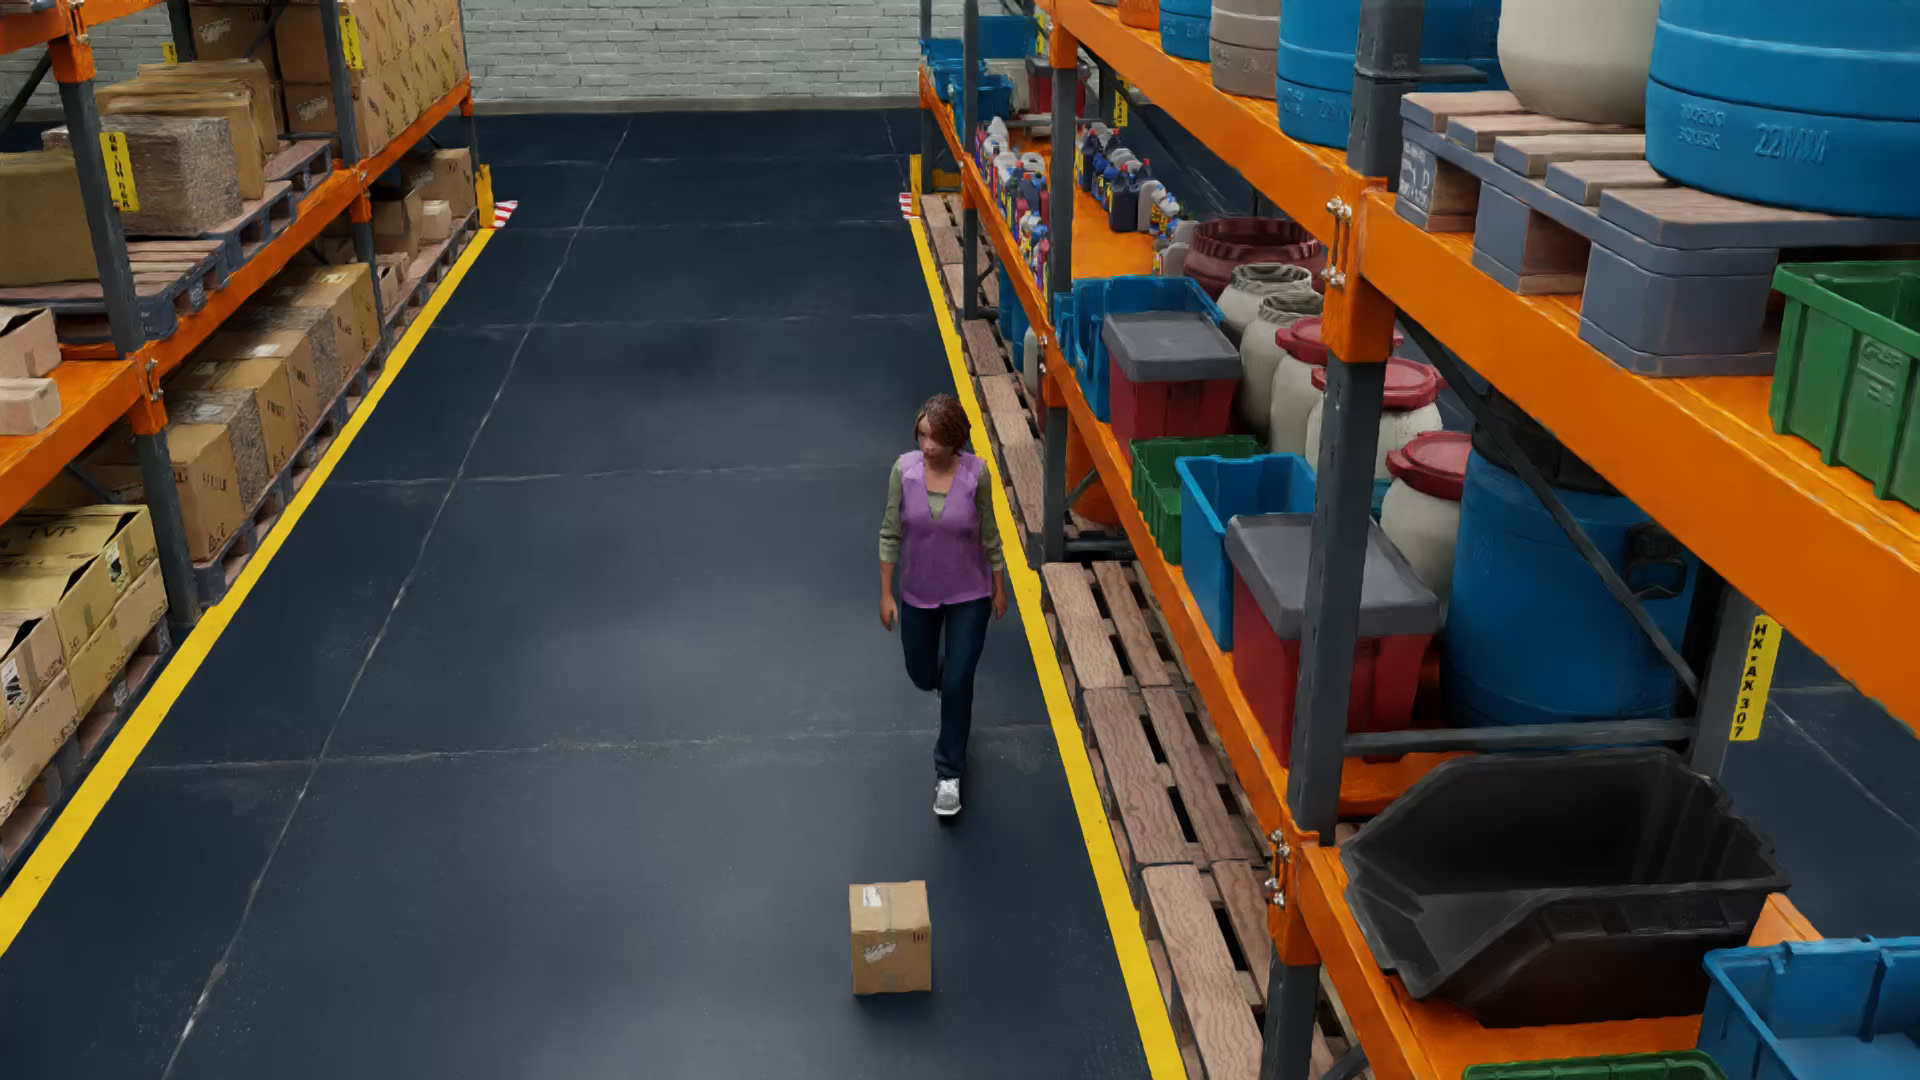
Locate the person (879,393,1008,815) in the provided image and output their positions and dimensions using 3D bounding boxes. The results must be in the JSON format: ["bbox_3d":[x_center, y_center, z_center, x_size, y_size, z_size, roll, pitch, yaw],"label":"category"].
[{"bbox_3d":[-0.057,0.174,6.216,0.467,1.561,0.797,3,24,7],"label":"person"}]
